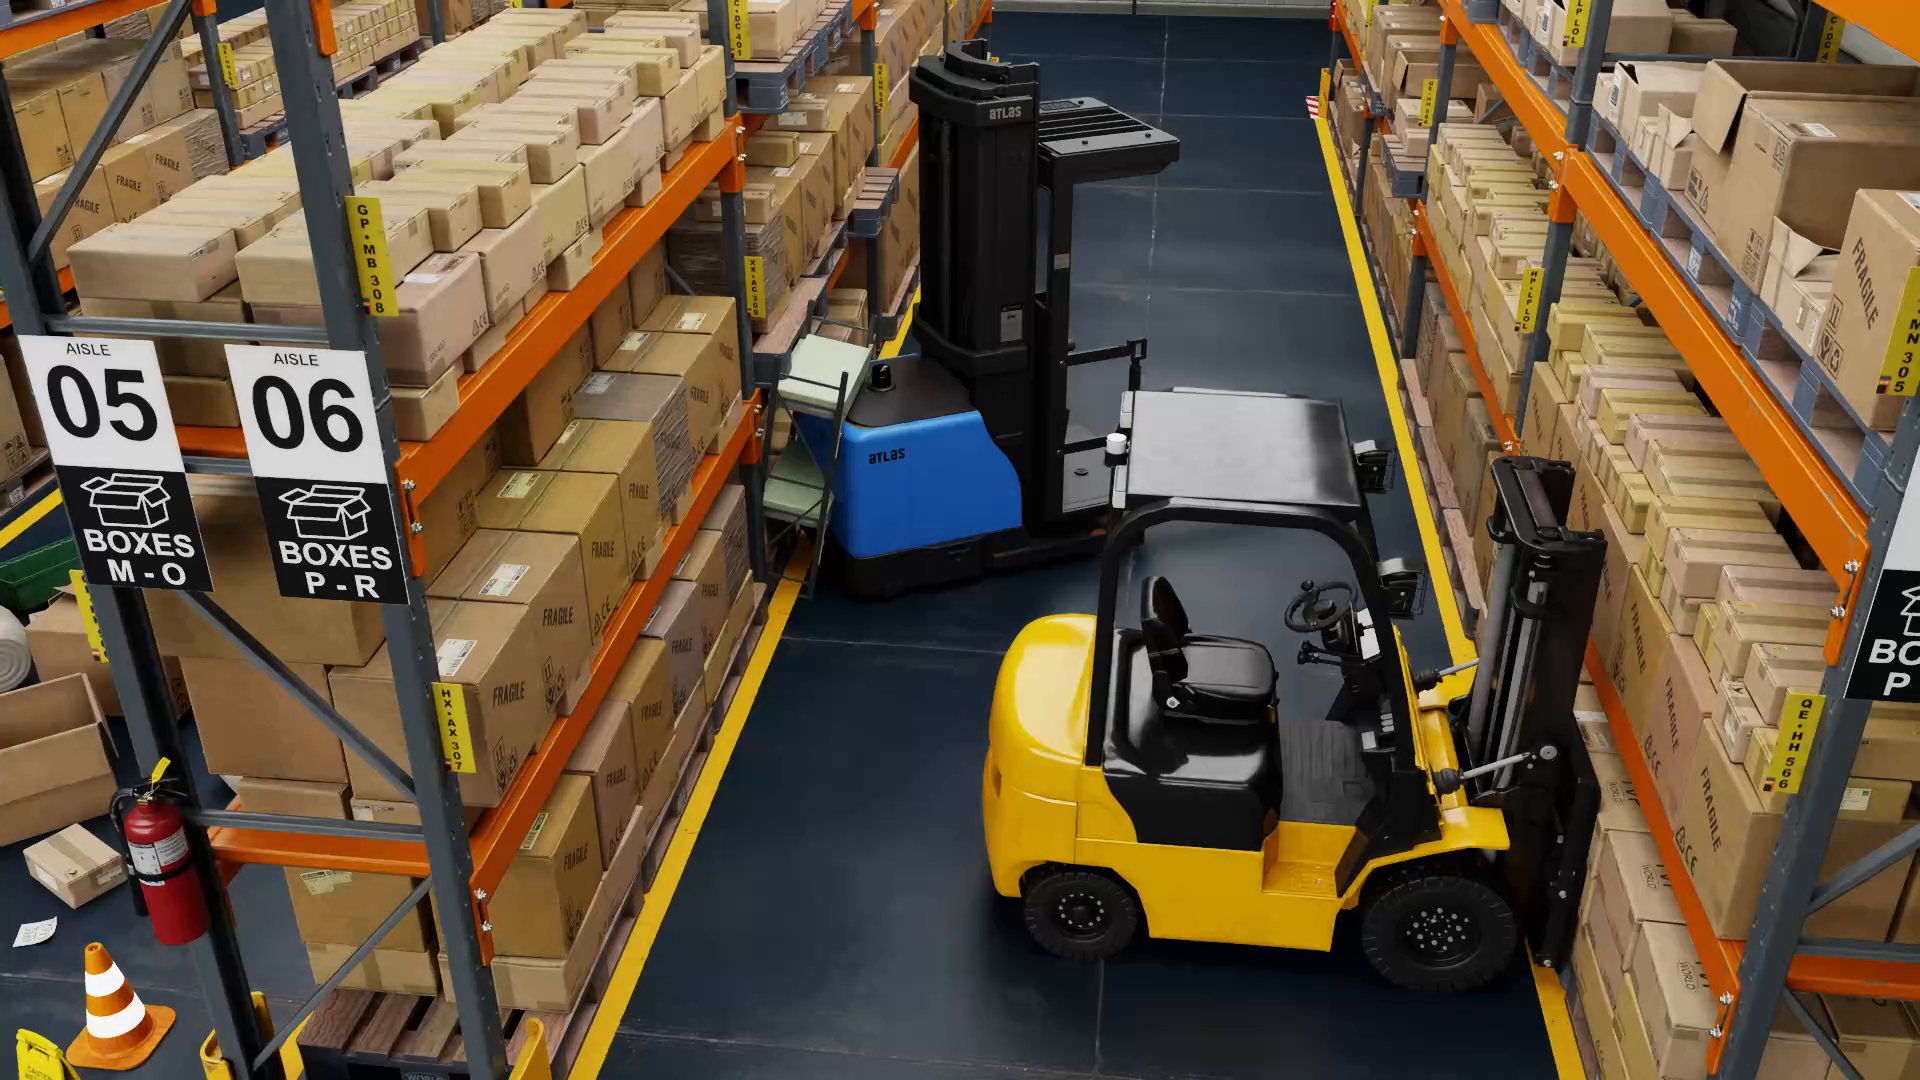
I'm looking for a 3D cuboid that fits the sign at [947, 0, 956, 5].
[{"bbox_3d":[-0.084,-5.169,15.545,0.100,0.325,0.005,3,28,6],"label":"sign"}]

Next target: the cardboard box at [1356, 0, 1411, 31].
[{"bbox_3d":[4.245,-5.224,16.629,0.500,0.250,0.500,3,28,6],"label":"cardboard box"}]

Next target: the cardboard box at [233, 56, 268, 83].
[{"bbox_3d":[-5.759,-3.748,13.238,0.380,0.149,0.250,3,28,5],"label":"cardboard box"}]

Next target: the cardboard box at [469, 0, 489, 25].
[{"bbox_3d":[-5.184,-5.588,17.041,0.500,0.500,0.500,3,28,6],"label":"cardboard box"}]

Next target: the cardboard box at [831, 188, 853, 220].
[{"bbox_3d":[-0.926,-2.245,11.076,0.380,0.149,0.250,4,29,7],"label":"cardboard box"}]

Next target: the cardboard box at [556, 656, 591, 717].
[{"bbox_3d":[-1.640,0.533,6.362,0.380,0.149,0.250,4,29,7],"label":"cardboard box"}]

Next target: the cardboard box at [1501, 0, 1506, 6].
[{"bbox_3d":[3.358,-3.339,9.469,0.500,0.500,0.500,4,29,7],"label":"cardboard box"}]

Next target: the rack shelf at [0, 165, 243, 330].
[{"bbox_3d":[-6.284,-1.820,11.225,1.077,0.370,4.000,3,28,6],"label":"rack shelf"}]

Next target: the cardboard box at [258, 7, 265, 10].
[{"bbox_3d":[-6.148,-4.769,15.135,0.380,0.149,0.250,3,28,6],"label":"cardboard box"}]

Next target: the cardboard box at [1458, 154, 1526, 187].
[{"bbox_3d":[3.425,-2.376,10.709,0.380,0.149,0.250,4,29,7],"label":"cardboard box"}]

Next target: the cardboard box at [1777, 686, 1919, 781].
[{"bbox_3d":[2.668,0.573,4.921,0.380,0.149,0.250,3,29,6],"label":"cardboard box"}]

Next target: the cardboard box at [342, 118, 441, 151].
[{"bbox_3d":[-2.085,-1.403,5.953,0.380,0.149,0.250,3,28,5],"label":"cardboard box"}]

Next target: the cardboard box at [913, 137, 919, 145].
[{"bbox_3d":[-0.723,-3.249,14.915,0.875,0.875,0.875,4,29,8],"label":"cardboard box"}]

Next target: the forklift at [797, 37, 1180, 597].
[{"bbox_3d":[0.573,-1.408,9.773,3.031,2.935,1.130,-12,30,-20],"label":"forklift"}]

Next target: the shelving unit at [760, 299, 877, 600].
[{"bbox_3d":[-0.855,-0.509,9.520,0.431,1.500,0.755,14,33,2],"label":"shelving unit"}]

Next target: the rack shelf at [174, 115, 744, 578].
[{"bbox_3d":[-1.849,-1.018,6.573,1.077,0.370,4.000,3,28,6],"label":"rack shelf"}]

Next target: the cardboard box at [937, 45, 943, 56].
[{"bbox_3d":[-0.428,-4.429,15.467,0.500,0.250,0.500,3,28,5],"label":"cardboard box"}]

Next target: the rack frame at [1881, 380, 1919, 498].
[{"bbox_3d":[2.833,-1.427,3.411,1.000,3.000,0.127,3,28,6],"label":"rack frame"}]

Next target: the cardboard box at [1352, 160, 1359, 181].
[{"bbox_3d":[4.080,-3.644,16.414,0.380,0.149,0.250,3,28,5],"label":"cardboard box"}]

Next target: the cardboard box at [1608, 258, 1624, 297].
[{"bbox_3d":[3.696,-1.392,8.882,0.380,0.149,0.250,3,28,6],"label":"cardboard box"}]

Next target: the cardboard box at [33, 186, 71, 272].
[{"bbox_3d":[-6.072,-1.944,10.591,0.500,0.500,0.500,3,28,6],"label":"cardboard box"}]

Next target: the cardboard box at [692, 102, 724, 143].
[{"bbox_3d":[-1.339,-1.999,7.900,0.380,0.149,0.250,3,29,6],"label":"cardboard box"}]

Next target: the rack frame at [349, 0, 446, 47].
[{"bbox_3d":[-5.548,-4.961,16.297,1.000,3.000,0.127,3,28,6],"label":"rack frame"}]

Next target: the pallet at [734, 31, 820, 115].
[{"bbox_3d":[-1.422,-2.478,8.722,1.213,0.211,1.003,3,28,6],"label":"pallet"}]

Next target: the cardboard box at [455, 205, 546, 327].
[{"bbox_3d":[-1.696,-0.916,5.469,0.500,0.250,0.500,3,28,5],"label":"cardboard box"}]

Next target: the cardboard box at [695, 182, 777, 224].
[{"bbox_3d":[-1.195,-1.802,8.886,0.380,0.149,0.250,3,28,6],"label":"cardboard box"}]

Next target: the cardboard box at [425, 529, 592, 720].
[{"bbox_3d":[-1.700,0.302,6.109,0.500,0.500,0.500,4,29,8],"label":"cardboard box"}]

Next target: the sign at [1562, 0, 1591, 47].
[{"bbox_3d":[2.784,-2.382,7.470,0.100,0.325,0.005,3,28,6],"label":"sign"}]

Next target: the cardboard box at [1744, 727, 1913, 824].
[{"bbox_3d":[2.598,0.705,4.989,0.380,0.149,0.250,4,29,7],"label":"cardboard box"}]

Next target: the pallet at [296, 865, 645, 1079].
[{"bbox_3d":[-1.950,1.739,6.800,1.003,0.211,1.213,3,28,6],"label":"pallet"}]

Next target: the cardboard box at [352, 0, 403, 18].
[{"bbox_3d":[-5.436,-4.971,15.509,0.380,0.149,0.250,3,28,5],"label":"cardboard box"}]

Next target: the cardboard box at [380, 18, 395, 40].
[{"bbox_3d":[-5.466,-4.727,15.370,0.380,0.149,0.250,5,29,8],"label":"cardboard box"}]

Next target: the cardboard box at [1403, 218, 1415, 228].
[{"bbox_3d":[3.701,-2.421,13.089,0.380,0.149,0.250,2,28,5],"label":"cardboard box"}]

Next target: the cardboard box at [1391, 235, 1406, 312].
[{"bbox_3d":[3.724,-2.083,13.146,0.500,0.500,0.500,3,28,5],"label":"cardboard box"}]

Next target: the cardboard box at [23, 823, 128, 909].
[{"bbox_3d":[-3.938,1.448,7.405,0.380,0.149,0.250,20,34,32],"label":"cardboard box"}]

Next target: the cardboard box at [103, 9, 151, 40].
[{"bbox_3d":[-10.079,-5.695,19.456,0.875,0.875,0.875,3,28,6],"label":"cardboard box"}]

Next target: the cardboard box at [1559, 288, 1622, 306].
[{"bbox_3d":[3.145,-1.172,8.474,0.380,0.149,0.250,4,29,8],"label":"cardboard box"}]

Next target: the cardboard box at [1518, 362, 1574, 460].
[{"bbox_3d":[3.010,-0.519,7.946,0.500,0.500,0.500,3,28,5],"label":"cardboard box"}]

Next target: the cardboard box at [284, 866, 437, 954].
[{"bbox_3d":[-2.254,1.231,6.469,0.500,0.500,0.500,4,29,7],"label":"cardboard box"}]

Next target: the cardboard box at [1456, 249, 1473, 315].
[{"bbox_3d":[3.328,-1.568,10.155,0.500,0.250,0.500,4,29,8],"label":"cardboard box"}]

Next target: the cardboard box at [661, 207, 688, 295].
[{"bbox_3d":[-1.775,-1.546,9.095,0.500,0.500,0.500,3,28,5],"label":"cardboard box"}]

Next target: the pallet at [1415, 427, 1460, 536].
[{"bbox_3d":[3.522,-0.366,10.707,1.003,0.211,1.213,3,28,6],"label":"pallet"}]

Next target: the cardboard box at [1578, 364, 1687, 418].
[{"bbox_3d":[2.892,-0.632,7.158,0.380,0.149,0.250,4,29,7],"label":"cardboard box"}]

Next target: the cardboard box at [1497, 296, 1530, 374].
[{"bbox_3d":[3.130,-1.069,8.702,0.500,0.250,0.500,3,28,5],"label":"cardboard box"}]

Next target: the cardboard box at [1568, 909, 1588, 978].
[{"bbox_3d":[2.718,1.532,6.701,0.500,0.250,0.500,4,29,7],"label":"cardboard box"}]

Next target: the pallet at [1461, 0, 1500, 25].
[{"bbox_3d":[3.819,-3.464,10.555,1.213,0.211,1.003,5,29,9],"label":"pallet"}]

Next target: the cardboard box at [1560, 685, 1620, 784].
[{"bbox_3d":[2.758,0.848,6.916,0.500,0.250,0.500,3,28,5],"label":"cardboard box"}]

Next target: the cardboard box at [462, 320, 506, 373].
[{"bbox_3d":[-1.721,-0.671,5.436,0.380,0.149,0.250,4,29,8],"label":"cardboard box"}]

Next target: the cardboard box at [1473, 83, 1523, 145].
[{"bbox_3d":[4.032,-3.014,12.133,0.500,0.500,0.500,5,29,9],"label":"cardboard box"}]

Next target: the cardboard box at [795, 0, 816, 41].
[{"bbox_3d":[-1.073,-2.885,8.996,0.500,0.250,0.500,3,28,6],"label":"cardboard box"}]

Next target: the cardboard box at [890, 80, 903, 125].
[{"bbox_3d":[-0.742,-3.460,13.140,0.500,0.250,0.500,4,29,7],"label":"cardboard box"}]

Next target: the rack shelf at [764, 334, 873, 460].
[{"bbox_3d":[-0.787,-0.828,9.305,0.431,0.370,0.720,14,33,2],"label":"rack shelf"}]

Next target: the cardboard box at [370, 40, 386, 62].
[{"bbox_3d":[-5.495,-4.480,15.225,0.380,0.149,0.250,2,28,4],"label":"cardboard box"}]

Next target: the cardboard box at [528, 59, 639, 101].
[{"bbox_3d":[-1.538,-1.863,6.808,0.380,0.149,0.250,3,28,5],"label":"cardboard box"}]

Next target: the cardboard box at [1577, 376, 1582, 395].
[{"bbox_3d":[2.989,-0.617,7.444,0.380,0.149,0.250,3,28,6],"label":"cardboard box"}]
